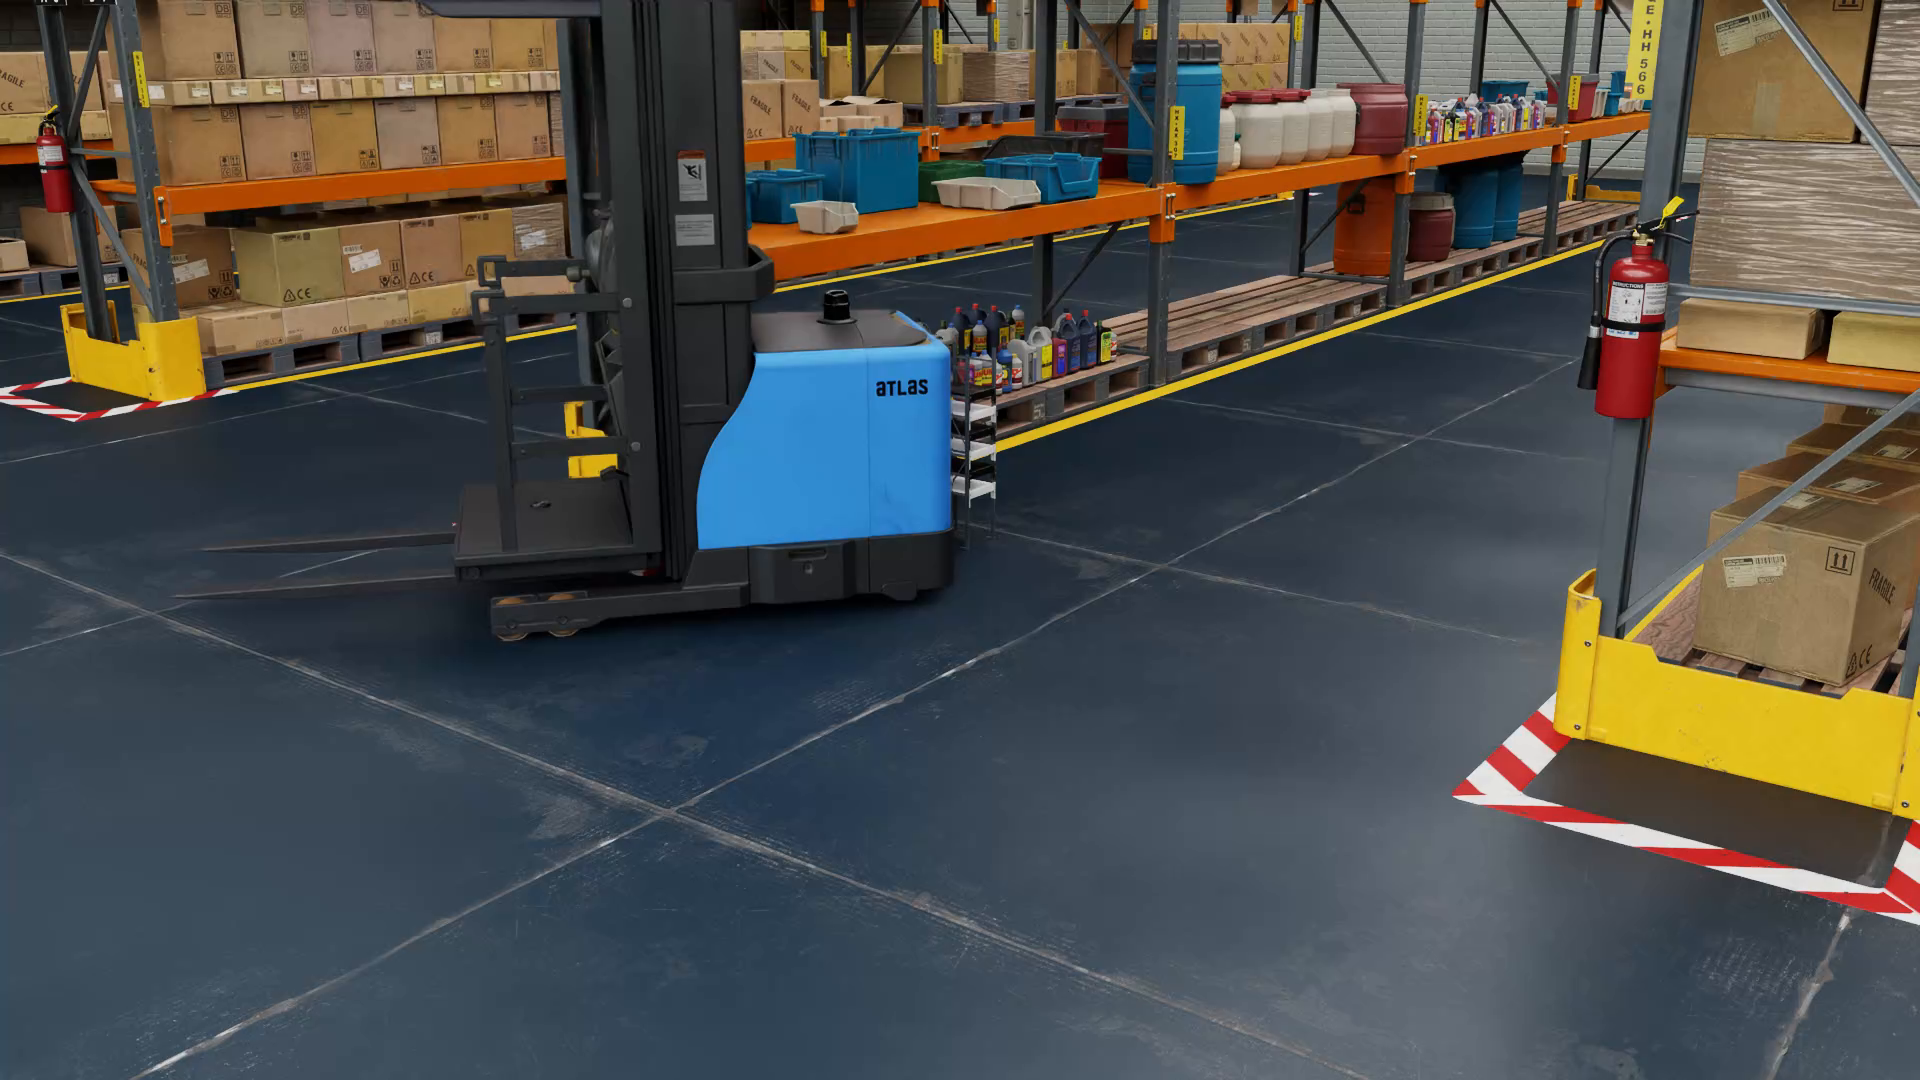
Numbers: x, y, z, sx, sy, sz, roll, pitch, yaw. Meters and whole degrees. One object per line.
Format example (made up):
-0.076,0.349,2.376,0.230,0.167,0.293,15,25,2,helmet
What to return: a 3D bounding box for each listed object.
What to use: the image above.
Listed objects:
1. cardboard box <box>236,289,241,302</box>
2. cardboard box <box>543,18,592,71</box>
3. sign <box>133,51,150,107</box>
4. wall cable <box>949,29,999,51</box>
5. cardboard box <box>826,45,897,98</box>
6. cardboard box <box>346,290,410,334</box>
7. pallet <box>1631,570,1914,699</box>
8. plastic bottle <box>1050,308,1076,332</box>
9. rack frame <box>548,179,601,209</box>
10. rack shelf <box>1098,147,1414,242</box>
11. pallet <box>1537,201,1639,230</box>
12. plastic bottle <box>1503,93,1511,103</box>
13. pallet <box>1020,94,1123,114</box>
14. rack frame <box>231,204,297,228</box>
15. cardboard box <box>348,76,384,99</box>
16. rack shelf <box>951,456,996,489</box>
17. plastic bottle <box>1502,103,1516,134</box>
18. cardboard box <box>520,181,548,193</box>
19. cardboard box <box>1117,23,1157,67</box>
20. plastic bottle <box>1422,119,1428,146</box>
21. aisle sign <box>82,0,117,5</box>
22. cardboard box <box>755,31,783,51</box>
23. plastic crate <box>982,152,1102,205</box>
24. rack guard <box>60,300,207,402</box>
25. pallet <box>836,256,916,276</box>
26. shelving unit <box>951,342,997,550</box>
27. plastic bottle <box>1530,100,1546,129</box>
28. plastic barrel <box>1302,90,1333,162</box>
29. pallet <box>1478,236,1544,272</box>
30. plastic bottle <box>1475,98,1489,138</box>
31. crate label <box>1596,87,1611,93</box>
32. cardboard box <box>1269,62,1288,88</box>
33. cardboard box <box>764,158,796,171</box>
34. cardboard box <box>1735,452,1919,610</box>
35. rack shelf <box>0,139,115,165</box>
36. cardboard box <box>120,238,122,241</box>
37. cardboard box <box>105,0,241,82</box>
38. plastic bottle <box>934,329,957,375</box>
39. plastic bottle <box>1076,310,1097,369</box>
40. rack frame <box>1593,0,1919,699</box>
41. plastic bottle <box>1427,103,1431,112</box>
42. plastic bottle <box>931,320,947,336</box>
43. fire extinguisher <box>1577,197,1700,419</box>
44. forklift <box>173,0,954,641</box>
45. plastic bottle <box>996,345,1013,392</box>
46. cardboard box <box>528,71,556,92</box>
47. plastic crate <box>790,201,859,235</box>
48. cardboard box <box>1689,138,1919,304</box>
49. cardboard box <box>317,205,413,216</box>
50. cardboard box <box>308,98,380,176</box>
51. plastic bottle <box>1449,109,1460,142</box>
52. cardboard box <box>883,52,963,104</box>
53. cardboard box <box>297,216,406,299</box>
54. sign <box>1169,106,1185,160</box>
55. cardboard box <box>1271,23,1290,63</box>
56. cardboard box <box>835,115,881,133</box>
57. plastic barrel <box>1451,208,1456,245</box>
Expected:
-5.059,-1.643,11.904,0.500,0.250,0.500,12,21,35,cardboard box
-3.306,-3.967,13.105,0.700,0.500,0.500,13,21,35,cardboard box
-4.988,-2.806,10.128,0.100,0.325,0.005,12,21,35,sign
0.126,-8.097,27.046,0.084,1.984,1.851,12,21,35,wall cable
-1.485,-6.629,23.527,0.980,0.700,0.700,12,21,33,cardboard box
-4.338,-1.669,11.988,0.500,0.250,0.500,12,21,35,cardboard box
3.082,0.424,6.023,1.003,0.211,1.213,12,21,35,pallet
0.661,-1.297,10.587,0.144,0.351,0.185,12,21,35,plastic bottle
-3.046,-3.407,13.656,1.000,3.000,0.127,12,21,35,rack frame
2.121,-2.663,12.476,1.077,0.370,4.000,12,21,35,rack shelf
7.557,-3.867,19.842,1.003,0.211,1.213,12,21,35,pallet
5.295,-4.161,16.169,0.144,0.351,0.185,12,21,35,plastic bottle
1.156,-5.049,19.270,1.003,0.211,1.213,12,21,35,pallet
-7.027,-4.281,16.472,1.000,3.000,0.127,12,21,35,rack frame
-4.257,-3.174,11.645,0.380,0.149,0.250,12,21,34,cardboard box
0.005,-0.314,7.653,0.258,0.077,0.200,12,21,35,rack shelf
5.203,-4.019,15.836,0.152,0.276,0.135,12,21,35,plastic bottle
-5.031,-4.070,19.264,0.700,0.500,0.500,13,21,35,cardboard box
2.227,-5.900,19.830,0.500,0.500,0.500,13,22,36,cardboard box
3.921,-3.491,14.143,0.097,0.271,0.097,0,17,0,plastic bottle
-5.223,-3.626,9.978,0.394,0.787,0.004,12,21,35,aisle sign
-2.646,-6.468,21.545,0.500,0.250,0.500,13,21,36,cardboard box
0.488,-2.148,9.854,0.499,0.251,0.616,12,21,35,plastic crate
-5.444,-1.255,10.941,1.175,0.500,0.348,12,21,35,rack guard
-1.185,-2.839,16.529,1.003,0.211,1.213,12,21,35,pallet
0.005,-0.432,7.617,0.258,0.900,0.210,12,21,35,shelving unit
5.721,-4.226,16.503,0.152,0.276,0.135,12,21,35,plastic bottle
2.620,-3.154,12.653,0.421,0.512,0.421,0,17,0,plastic barrel
5.203,-2.928,16.816,1.003,0.211,1.213,12,21,35,pallet
4.755,-3.873,15.242,0.144,0.351,0.185,12,21,35,plastic bottle
7.668,-5.337,20.053,0.416,0.233,0.303,12,21,35,crate label
4.055,-6.158,22.347,0.500,0.500,0.500,13,22,36,cardboard box
-2.543,-5.183,22.292,0.750,0.750,0.750,13,21,35,cardboard box
3.238,-0.004,6.204,0.500,0.500,0.500,-13,22,-36,cardboard box
-8.219,-3.461,15.045,1.077,0.370,4.000,12,21,35,rack shelf
-7.996,-2.752,15.615,0.380,0.149,0.250,10,20,30,cardboard box
-5.110,-3.243,10.773,0.700,0.500,0.500,13,21,35,cardboard box
-0.117,-1.155,10.255,0.152,0.276,0.135,12,21,35,plastic bottle
0.777,-1.271,10.505,0.144,0.351,0.185,12,21,33,plastic bottle
2.524,-0.703,4.949,1.000,3.000,0.127,12,21,35,rack frame
4.424,-4.058,15.963,0.152,0.276,0.135,12,21,35,plastic bottle
-0.129,-1.248,10.542,0.061,0.283,0.133,14,22,37,plastic bottle
2.085,-0.720,5.135,0.296,0.674,0.183,12,21,35,fire extinguisher
-1.598,-1.179,6.597,3.031,2.935,1.130,-4,18,-14,forklift
0.261,-1.016,9.815,0.097,0.271,0.097,0,17,0,plastic bottle
-3.339,-3.540,12.824,0.380,0.149,0.250,12,21,33,cardboard box
-0.662,-1.608,8.309,0.298,0.136,0.250,12,21,35,plastic crate
2.874,-1.019,5.296,0.875,0.500,0.500,12,21,35,cardboard box
-4.466,-2.240,12.561,0.500,0.500,0.500,12,21,35,cardboard box
-4.532,-2.854,11.707,0.700,0.500,0.500,13,21,35,cardboard box
4.360,-3.663,14.677,0.061,0.283,0.133,12,21,35,plastic bottle
-0.378,-4.778,17.194,0.700,0.500,0.500,5,18,16,cardboard box
-4.348,-2.029,11.883,0.500,0.500,0.500,12,21,35,cardboard box
1.365,-2.563,10.472,0.100,0.325,0.005,12,21,35,sign
4.059,-6.636,22.199,0.500,0.500,0.500,12,21,34,cardboard box
-0.977,-3.976,15.915,0.380,0.149,0.250,12,21,35,cardboard box
4.528,-3.035,15.945,0.421,0.512,0.421,0,17,0,plastic barrel
